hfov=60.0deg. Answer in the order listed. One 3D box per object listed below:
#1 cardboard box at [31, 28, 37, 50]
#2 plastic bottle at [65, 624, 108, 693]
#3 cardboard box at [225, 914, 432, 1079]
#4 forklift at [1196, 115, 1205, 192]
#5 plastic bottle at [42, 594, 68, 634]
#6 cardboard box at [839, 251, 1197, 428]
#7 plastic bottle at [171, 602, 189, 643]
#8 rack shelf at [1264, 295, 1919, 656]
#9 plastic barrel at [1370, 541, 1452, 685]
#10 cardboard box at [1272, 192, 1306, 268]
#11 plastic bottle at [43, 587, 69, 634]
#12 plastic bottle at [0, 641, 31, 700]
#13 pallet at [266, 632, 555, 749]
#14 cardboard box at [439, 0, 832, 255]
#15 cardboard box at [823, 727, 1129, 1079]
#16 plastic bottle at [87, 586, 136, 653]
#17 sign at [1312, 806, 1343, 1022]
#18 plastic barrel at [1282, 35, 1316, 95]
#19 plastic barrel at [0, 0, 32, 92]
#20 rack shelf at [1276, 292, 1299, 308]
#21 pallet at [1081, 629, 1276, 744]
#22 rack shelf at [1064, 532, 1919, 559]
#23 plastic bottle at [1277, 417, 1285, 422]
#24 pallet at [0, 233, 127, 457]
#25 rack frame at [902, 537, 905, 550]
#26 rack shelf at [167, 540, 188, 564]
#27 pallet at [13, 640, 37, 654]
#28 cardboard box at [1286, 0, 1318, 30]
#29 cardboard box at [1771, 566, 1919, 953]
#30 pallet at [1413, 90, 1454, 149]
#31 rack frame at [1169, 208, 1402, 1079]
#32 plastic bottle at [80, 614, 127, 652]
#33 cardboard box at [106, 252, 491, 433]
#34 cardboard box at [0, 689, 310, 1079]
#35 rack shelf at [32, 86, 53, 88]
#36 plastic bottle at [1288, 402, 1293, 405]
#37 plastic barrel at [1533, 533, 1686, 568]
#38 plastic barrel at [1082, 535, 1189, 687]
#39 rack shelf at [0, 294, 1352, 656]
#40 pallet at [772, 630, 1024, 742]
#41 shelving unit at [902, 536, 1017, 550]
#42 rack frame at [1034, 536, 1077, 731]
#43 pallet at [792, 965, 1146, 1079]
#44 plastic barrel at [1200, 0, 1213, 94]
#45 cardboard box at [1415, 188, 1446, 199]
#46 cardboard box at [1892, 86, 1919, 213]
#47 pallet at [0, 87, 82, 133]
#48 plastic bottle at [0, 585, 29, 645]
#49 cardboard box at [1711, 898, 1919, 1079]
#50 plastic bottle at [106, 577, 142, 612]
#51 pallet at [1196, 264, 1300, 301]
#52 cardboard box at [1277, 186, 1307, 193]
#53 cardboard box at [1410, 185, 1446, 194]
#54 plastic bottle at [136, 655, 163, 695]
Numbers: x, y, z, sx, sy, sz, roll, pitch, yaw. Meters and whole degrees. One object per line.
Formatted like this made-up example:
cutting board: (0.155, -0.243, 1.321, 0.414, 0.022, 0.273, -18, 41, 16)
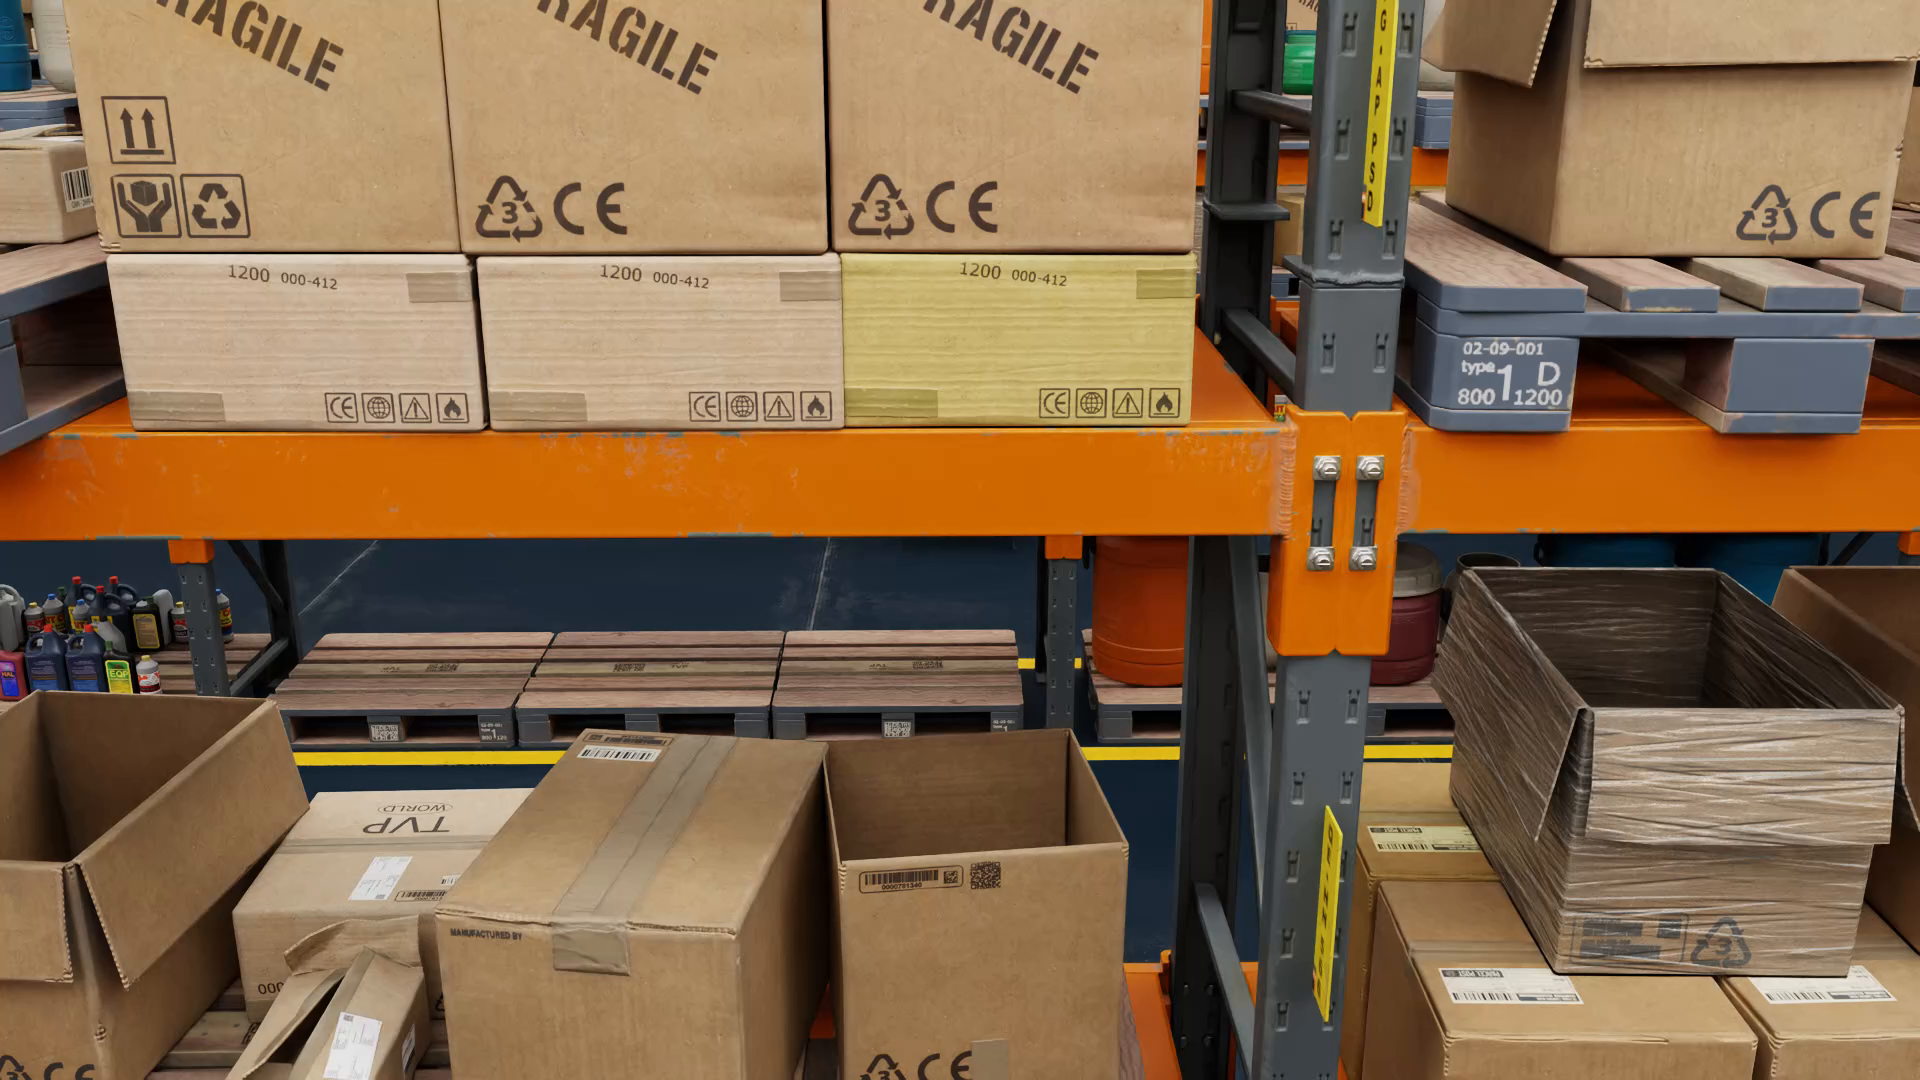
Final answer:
cardboard box: (-6.424, -3.589, 11.908, 0.250, 0.149, 0.380, 0, 18, -1)
plastic bottle: (-4.169, 0.575, 7.961, 0.185, 0.351, 0.144, -1, 18, -2)
cardboard box: (-1.115, 0.880, 2.927, 0.258, 0.266, 0.396, -1, 18, -2)
forklift: (1.946, -2.778, 14.909, 3.031, 2.935, 1.130, -1, 18, -2)
plastic bottle: (-4.678, 0.412, 8.600, 0.097, 0.271, 0.097, 0, 18, 0)
cardboard box: (0.077, -0.354, 2.576, 0.500, 0.250, 0.500, 0, 18, -1)
plastic bottle: (-4.058, 0.424, 8.678, 0.097, 0.201, 0.097, 0, 18, 0)
rack shelf: (2.548, -0.170, 2.934, 4.000, 0.370, 1.077, 0, 18, -1)
plastic barrel: (2.088, 0.348, 8.313, 0.708, 0.588, 0.600, 0, 18, -1)
cardboard box: (2.630, -2.340, 12.579, 0.500, 0.500, 0.700, -5, 18, -15)
plastic bottle: (-4.698, 0.382, 8.673, 0.133, 0.283, 0.061, 1, 18, 2)
plastic bottle: (-4.523, 0.621, 7.926, 0.133, 0.283, 0.061, 1, 18, 3)
pallet: (-2.745, 0.744, 8.383, 1.213, 0.211, 1.003, 0, 18, -1)
cardboard box: (-0.437, -0.704, 2.439, 0.500, 0.500, 0.500, 0, 18, -1)
cardboard box: (0.009, 0.693, 3.127, 0.500, 0.500, 0.500, -2, 18, -8)
plastic bottle: (-4.341, 0.405, 8.491, 0.185, 0.351, 0.144, 0, 18, -1)
sign: (0.566, 0.577, 2.571, 0.005, 0.325, 0.100, 0, 18, -1)
plastic barrel: (1.533, -2.077, 7.266, 0.294, 0.245, 0.294, 0, 18, 0)
plastic barrel: (-4.526, -2.463, 7.396, 0.708, 0.901, 0.600, 0, 18, -1)
rack shelf: (2.395, -1.767, 12.824, 4.000, 0.370, 1.077, 0, 18, -1)
pallet: (1.258, 0.724, 8.445, 1.213, 0.211, 1.003, 0, 18, -1)
rack shelf: (2.470, -0.254, 8.108, 4.000, 0.370, 1.077, 0, 18, -1)
plastic bottle: (1.505, -0.424, 7.650, 0.133, 0.283, 0.061, 0, 18, -1)
pallet: (-1.795, -0.371, 2.689, 1.003, 0.211, 1.213, 0, 18, -1)
rack frame: (-0.373, -0.712, 10.813, 0.023, 1.500, 0.400, 0, 18, -1)
rack shelf: (-5.529, -0.216, 7.988, 4.000, 0.370, 1.077, 0, 18, -1)
pallet: (-5.424, 0.757, 8.342, 1.213, 0.211, 1.003, 0, 18, -1)
cardboard box: (2.557, -3.856, 12.231, 0.600, 0.600, 0.600, -1, 18, -3)
cardboard box: (1.931, 0.399, 3.087, 0.637, 0.503, 0.797, 0, 18, 0)
pallet: (2.553, -1.905, 7.474, 1.213, 0.211, 1.003, 0, 18, -1)
rack frame: (0.548, 0.925, 3.252, 0.127, 3.000, 1.000, 0, 18, -1)
plastic bottle: (-4.171, 0.531, 8.098, 0.185, 0.351, 0.144, 0, 18, -1)
cardboard box: (-0.921, -0.346, 2.551, 0.500, 0.250, 0.500, 0, 18, 1)
cardboard box: (-1.719, 0.659, 3.226, 0.637, 0.503, 0.797, 2, 18, 5)
rack shelf: (-5.604, -3.157, 12.246, 4.000, 0.370, 1.077, 0, 18, -1)
plastic bottle: (1.701, -0.623, 8.406, 0.097, 0.201, 0.097, 0, 18, 0)
plastic barrel: (3.217, 0.193, 8.282, 0.708, 0.901, 0.600, 0, 18, -1)
plastic barrel: (0.959, 0.238, 8.259, 0.708, 0.830, 0.600, 0, 18, -1)
rack shelf: (-1.451, -0.151, 2.874, 4.000, 0.370, 1.077, 0, 18, -1)
pallet: (-0.305, 0.732, 8.419, 1.213, 0.211, 1.003, 0, 18, -1)
shelving unit: (-0.007, -0.714, 10.818, 0.755, 1.500, 0.431, 0, 18, -1)
rack frame: (0.470, -0.587, 7.968, 0.127, 3.000, 1.000, 0, 18, -1)
pallet: (-0.163, 1.053, 3.169, 1.003, 0.211, 1.213, 0, 18, -1)
plastic barrel: (1.038, -2.422, 7.386, 0.708, 0.830, 0.600, 0, 18, -1)
cardboard box: (3.918, -2.433, 12.871, 0.500, 0.500, 0.700, -6, 19, -19)
cardboard box: (2.019, -0.807, 2.889, 0.500, 0.500, 0.500, 1, 18, 2)
pallet: (-4.249, -1.873, 7.375, 1.003, 0.211, 1.213, 0, 18, -1)
plastic bottle: (-4.957, 0.364, 8.619, 0.185, 0.351, 0.144, 0, 18, -1)
cardboard box: (1.554, 0.955, 2.995, 0.500, 0.500, 0.500, -1, 18, -2)
plastic bottle: (-4.343, 0.361, 8.628, 0.185, 0.351, 0.144, 0, 18, 1)
pallet: (2.340, -2.020, 12.747, 1.213, 0.211, 1.003, 0, 18, -1)
cardboard box: (3.346, -3.747, 17.133, 0.500, 0.500, 0.500, 0, 18, 0)
cardboard box: (4.856, -3.773, 17.407, 0.700, 0.700, 0.980, 0, 18, 0)
plastic bottle: (-3.887, 0.652, 7.966, 0.097, 0.201, 0.097, 0, 18, 0)
